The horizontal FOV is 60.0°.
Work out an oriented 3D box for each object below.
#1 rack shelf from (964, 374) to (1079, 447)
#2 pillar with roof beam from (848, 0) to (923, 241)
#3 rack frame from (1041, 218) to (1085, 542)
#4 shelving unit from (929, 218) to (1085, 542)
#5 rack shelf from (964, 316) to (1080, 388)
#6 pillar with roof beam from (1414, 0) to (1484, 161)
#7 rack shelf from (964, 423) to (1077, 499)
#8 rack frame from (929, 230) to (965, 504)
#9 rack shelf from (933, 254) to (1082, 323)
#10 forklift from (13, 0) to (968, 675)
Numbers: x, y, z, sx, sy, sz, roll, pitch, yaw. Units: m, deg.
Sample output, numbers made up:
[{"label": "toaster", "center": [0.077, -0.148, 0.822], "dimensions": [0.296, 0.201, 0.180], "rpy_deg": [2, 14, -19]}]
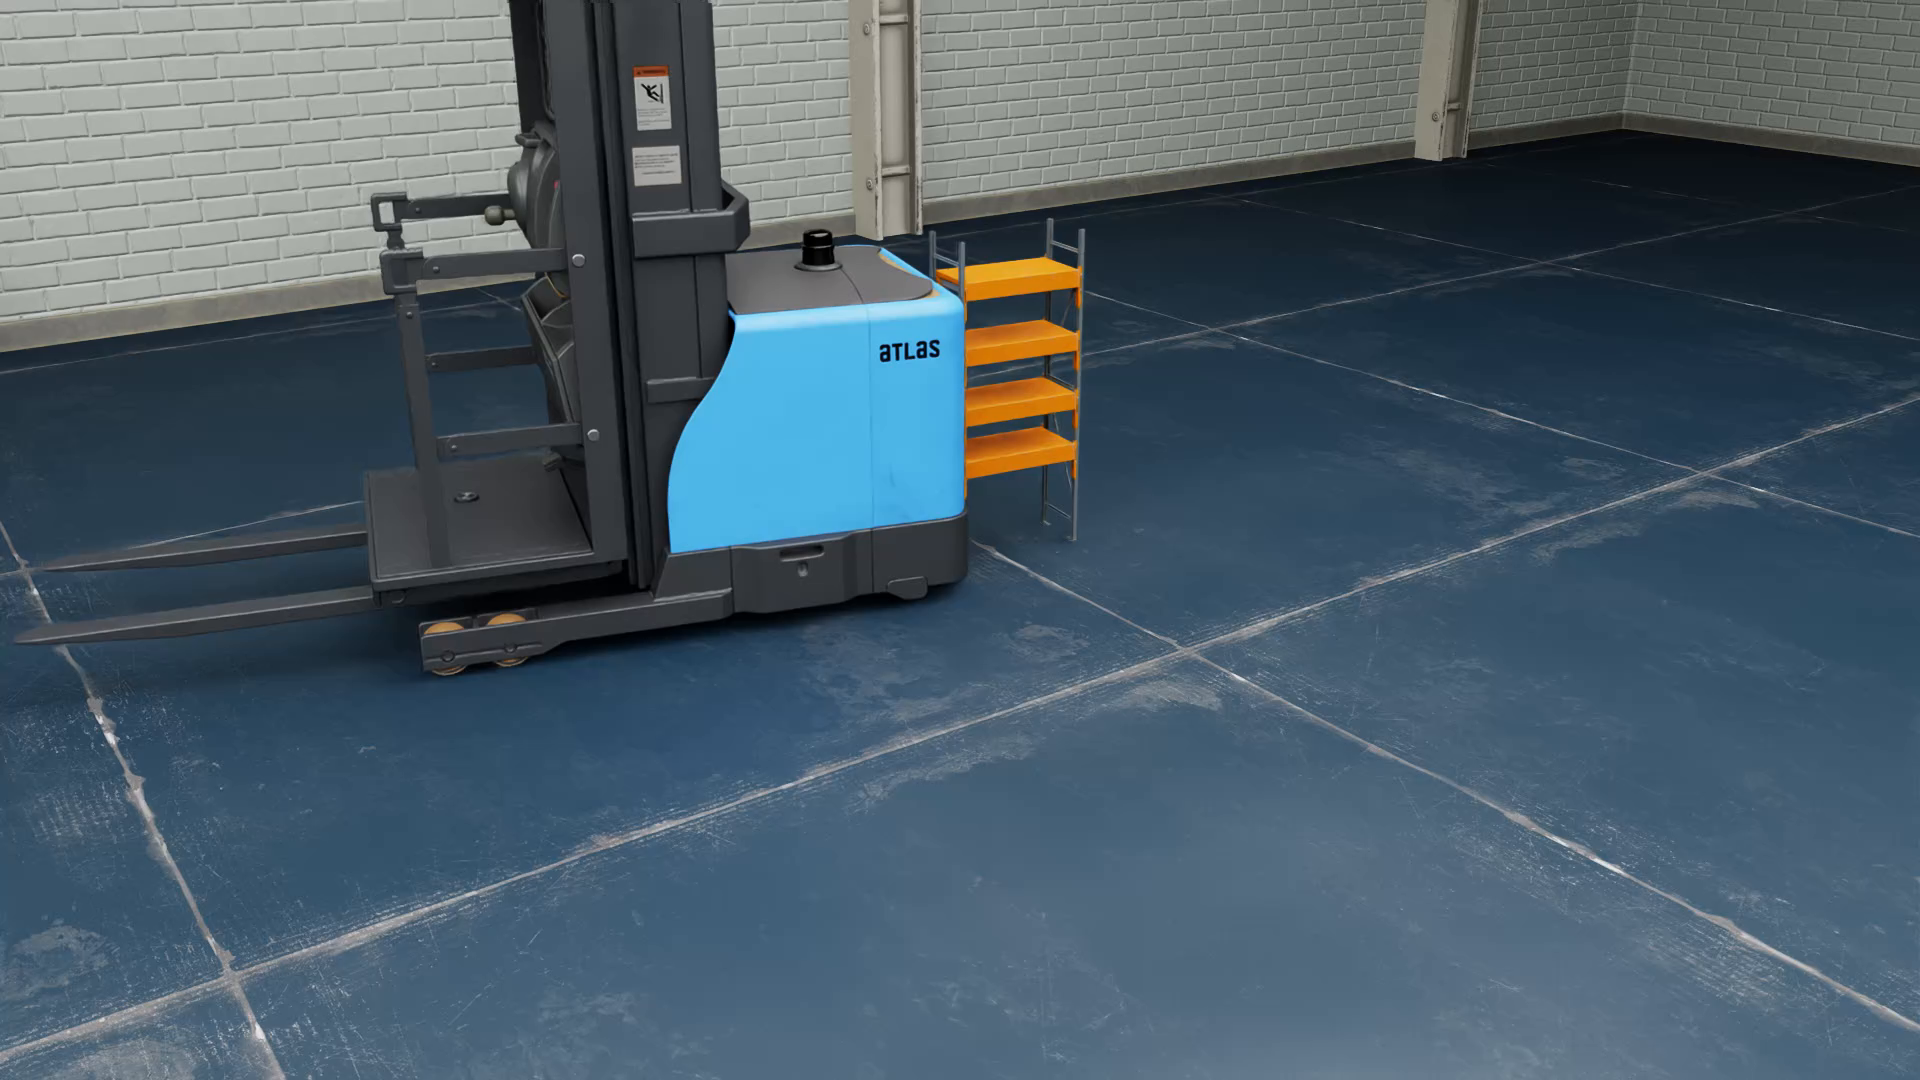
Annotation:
[{"label": "rack shelf", "center": [0.169, -0.485, 6.174], "dimensions": [0.480, 0.148, 0.258], "rpy_deg": [-11, 24, -26]}, {"label": "pillar with roof beam", "center": [2.003, -5.071, 6.962], "dimensions": [0.400, 9.000, 9.100], "rpy_deg": [-15, 26, -33]}, {"label": "rack frame", "center": [0.384, -0.590, 6.256], "dimensions": [0.015, 1.200, 0.240], "rpy_deg": [-11, 24, -26]}, {"label": "shelving unit", "center": [0.169, -0.547, 6.149], "dimensions": [0.503, 1.200, 0.258], "rpy_deg": [-11, 24, -26]}, {"label": "rack shelf", "center": [0.169, -0.693, 6.091], "dimensions": [0.480, 0.148, 0.258], "rpy_deg": [-11, 24, -26]}, {"label": "pillar with roof beam", "center": [6.873, -6.369, 10.217], "dimensions": [0.400, 9.000, 9.100], "rpy_deg": [-15, 26, -33]}, {"label": "rack shelf", "center": [0.169, -0.300, 6.248], "dimensions": [0.480, 0.148, 0.258], "rpy_deg": [-11, 24, -26]}, {"label": "rack frame", "center": [-0.046, -0.505, 6.042], "dimensions": [0.015, 1.200, 0.240], "rpy_deg": [-11, 24, -26]}, {"label": "rack shelf", "center": [0.169, -0.912, 6.004], "dimensions": [0.480, 0.148, 0.258], "rpy_deg": [-11, 24, -26]}, {"label": "forklift", "center": [-1.545, -1.149, 5.322], "dimensions": [3.031, 2.935, 1.130], "rpy_deg": [-8, 23, -18]}]
